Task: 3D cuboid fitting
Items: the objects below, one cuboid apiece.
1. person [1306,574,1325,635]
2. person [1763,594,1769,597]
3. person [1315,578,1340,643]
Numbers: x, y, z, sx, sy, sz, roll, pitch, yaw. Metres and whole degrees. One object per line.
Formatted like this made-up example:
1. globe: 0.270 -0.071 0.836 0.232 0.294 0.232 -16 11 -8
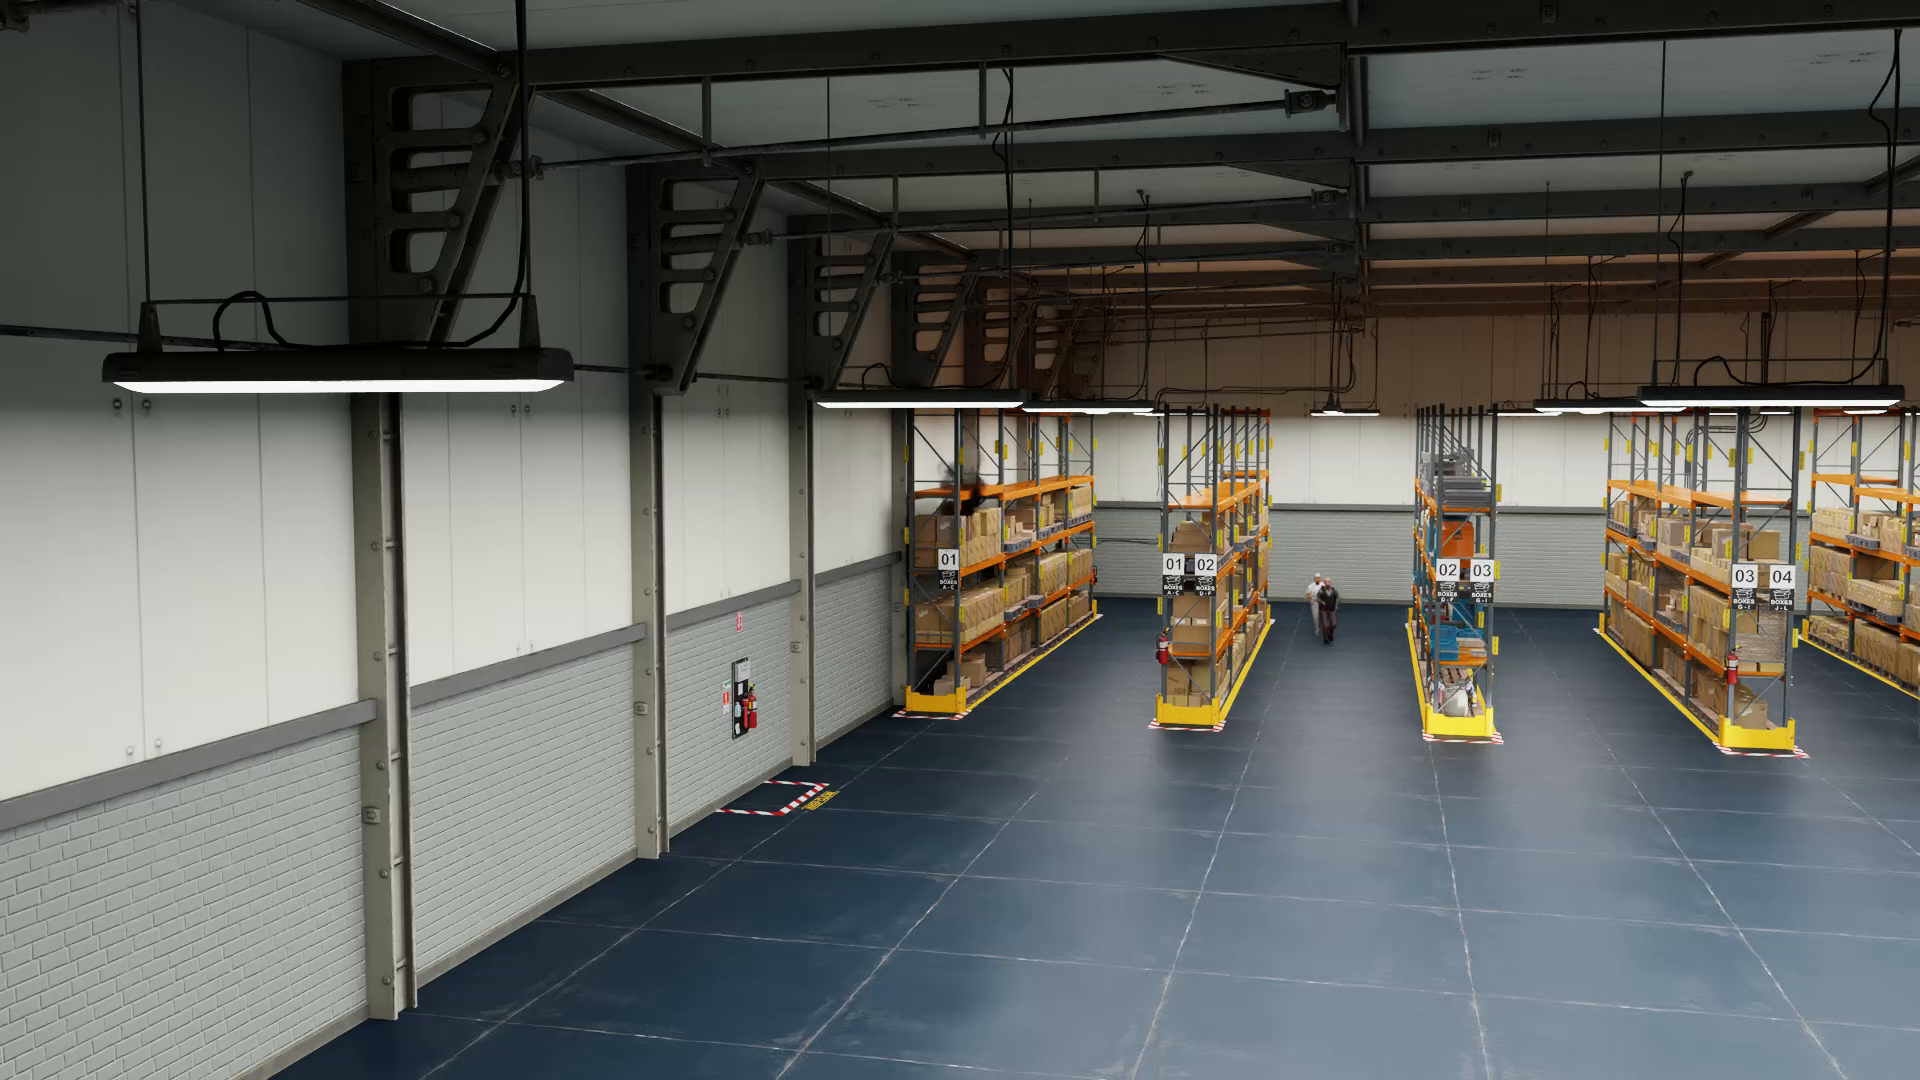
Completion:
1. person: 9.479 1.709 44.055 0.626 1.623 0.544 1 4 10
2. person: 20.389 1.778 42.153 0.661 1.757 0.575 1 4 13
3. person: 9.359 1.803 42.217 0.649 1.673 0.576 0 4 2
